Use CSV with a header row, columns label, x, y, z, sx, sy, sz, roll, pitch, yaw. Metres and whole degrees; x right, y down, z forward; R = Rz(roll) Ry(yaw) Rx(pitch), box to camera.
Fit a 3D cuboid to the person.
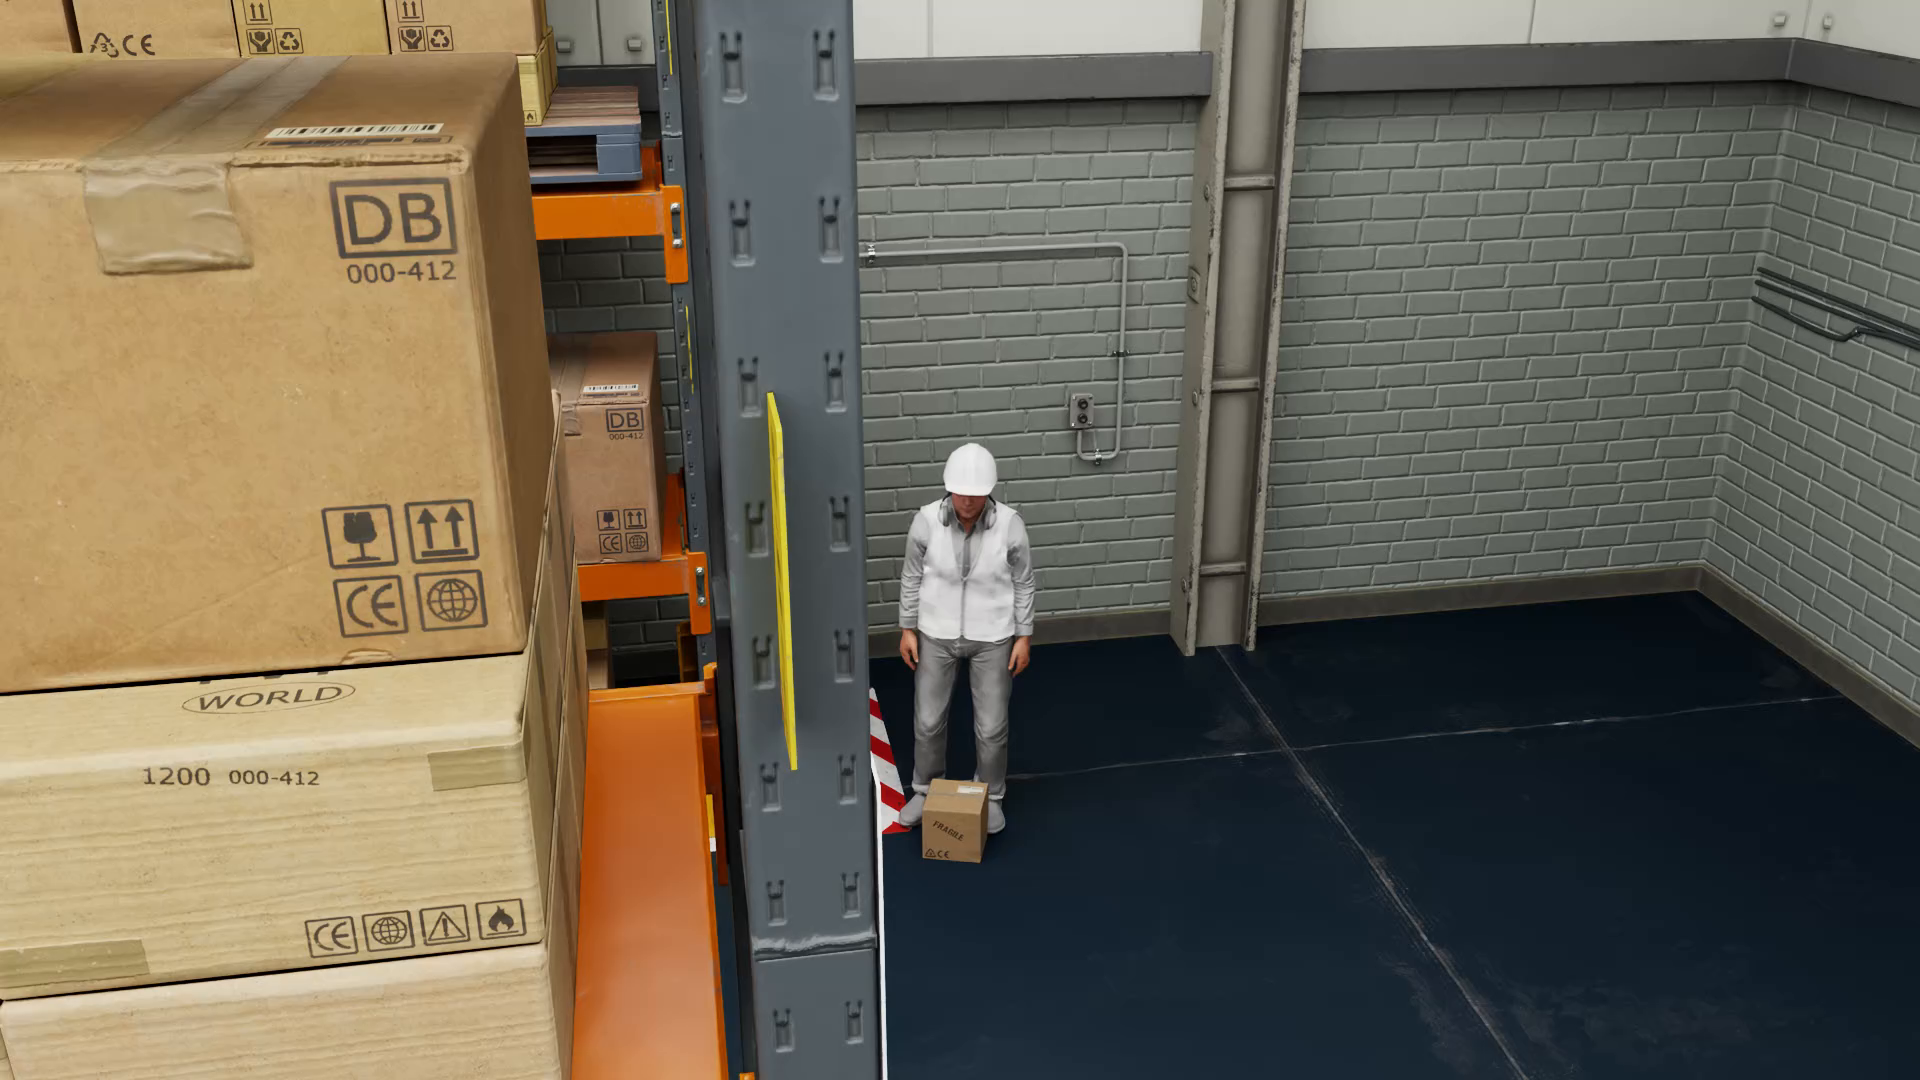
label,x,y,z,sx,sy,sz,roll,pitch,yaw
person,0.026,0.409,7.110,0.583,1.770,0.463,3,23,7
